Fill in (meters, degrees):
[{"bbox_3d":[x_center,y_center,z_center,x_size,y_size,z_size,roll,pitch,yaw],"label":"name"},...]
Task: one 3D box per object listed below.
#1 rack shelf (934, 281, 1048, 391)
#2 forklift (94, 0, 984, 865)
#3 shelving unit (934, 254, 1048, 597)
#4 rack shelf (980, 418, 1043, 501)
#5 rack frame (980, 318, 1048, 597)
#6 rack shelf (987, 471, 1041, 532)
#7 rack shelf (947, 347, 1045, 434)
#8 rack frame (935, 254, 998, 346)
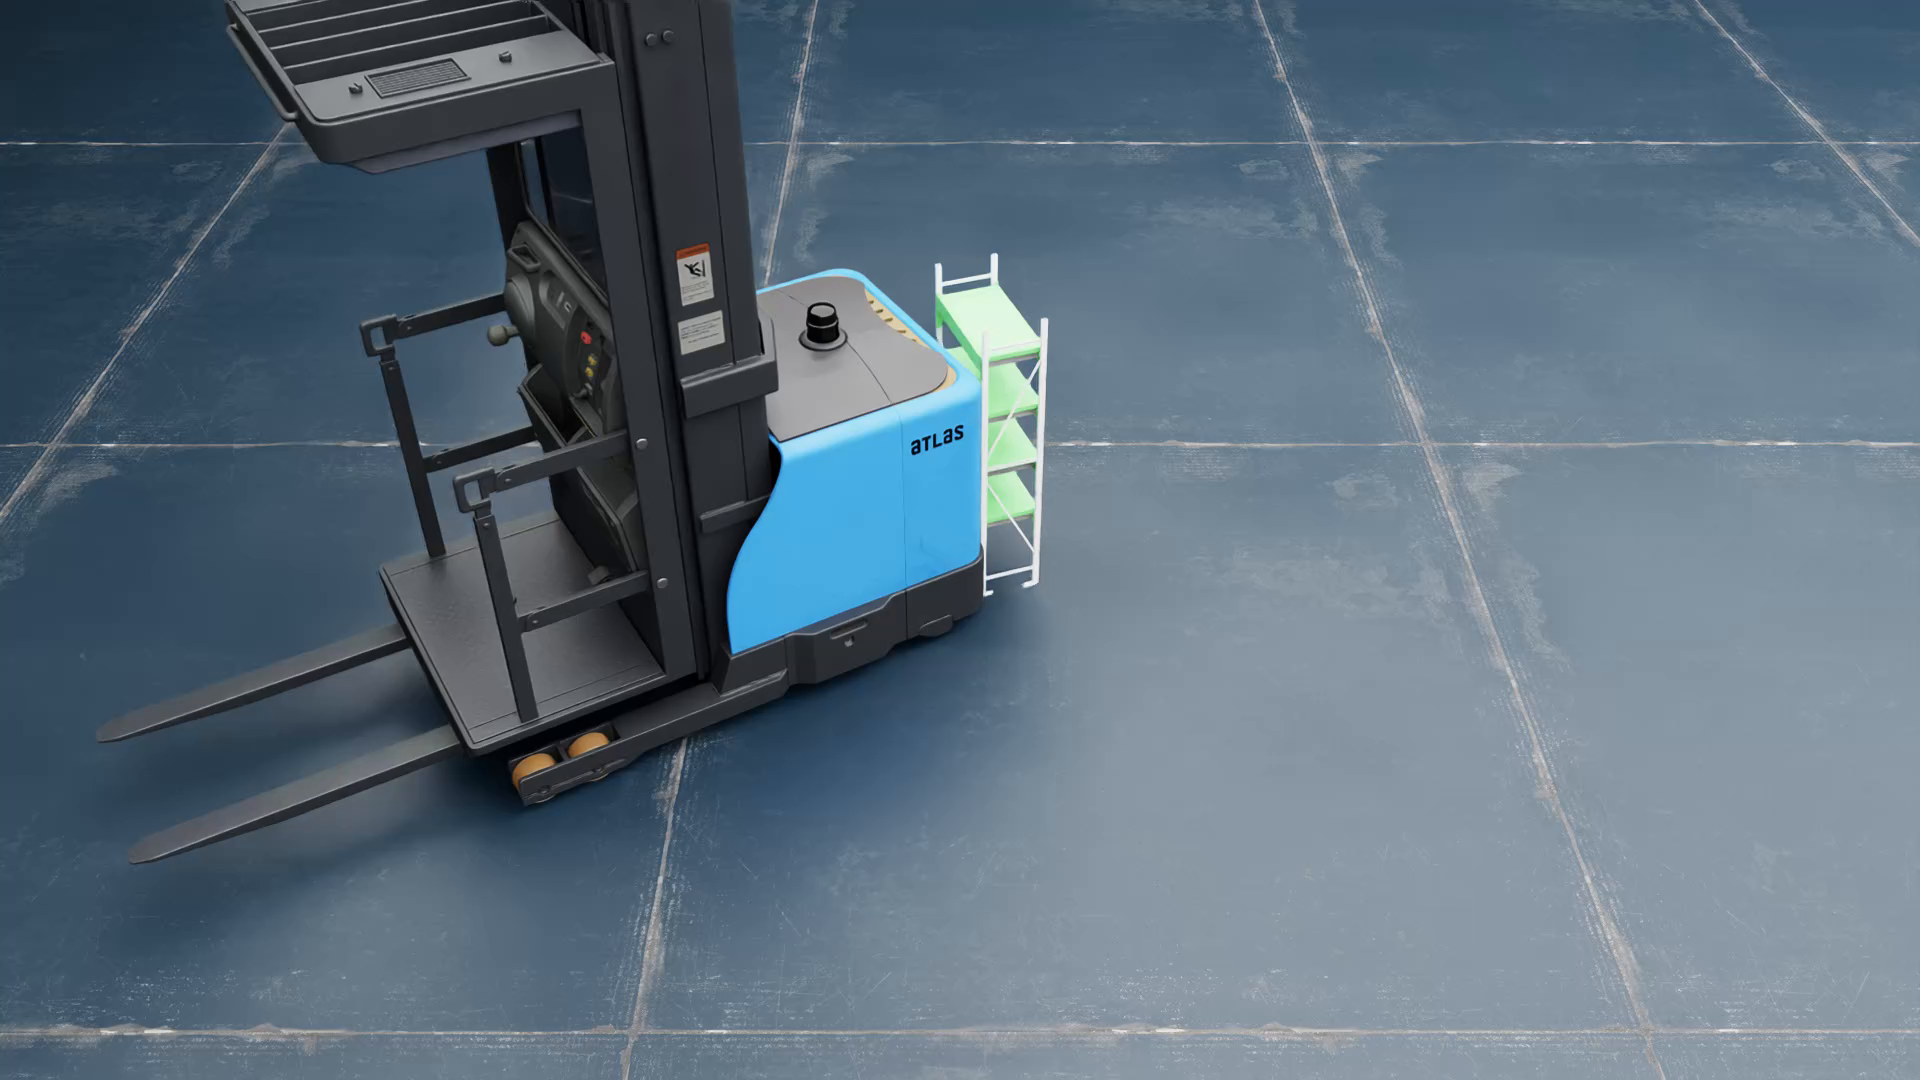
[{"bbox_3d":[0.108,-0.744,6.053,0.258,0.148,0.480,-13,40,-16],"label":"rack shelf"},{"bbox_3d":[-1.440,-0.633,5.196,3.031,2.935,1.130,-21,43,-24],"label":"forklift"},{"bbox_3d":[0.108,-0.419,6.314,0.258,1.200,0.503,-13,40,-16],"label":"shelving unit"},{"bbox_3d":[0.108,-0.369,6.354,0.258,0.148,0.480,-13,40,-16],"label":"rack shelf"},{"bbox_3d":[0.191,-0.276,6.135,0.240,1.200,0.015,-13,40,-16],"label":"rack frame"},{"bbox_3d":[0.108,-0.182,6.504,0.258,0.148,0.480,-13,40,-16],"label":"rack shelf"},{"bbox_3d":[0.108,-0.557,6.204,0.258,0.148,0.480,-13,40,-16],"label":"rack shelf"},{"bbox_3d":[0.024,-0.563,6.493,0.240,1.200,0.015,-13,40,-16],"label":"rack frame"}]
